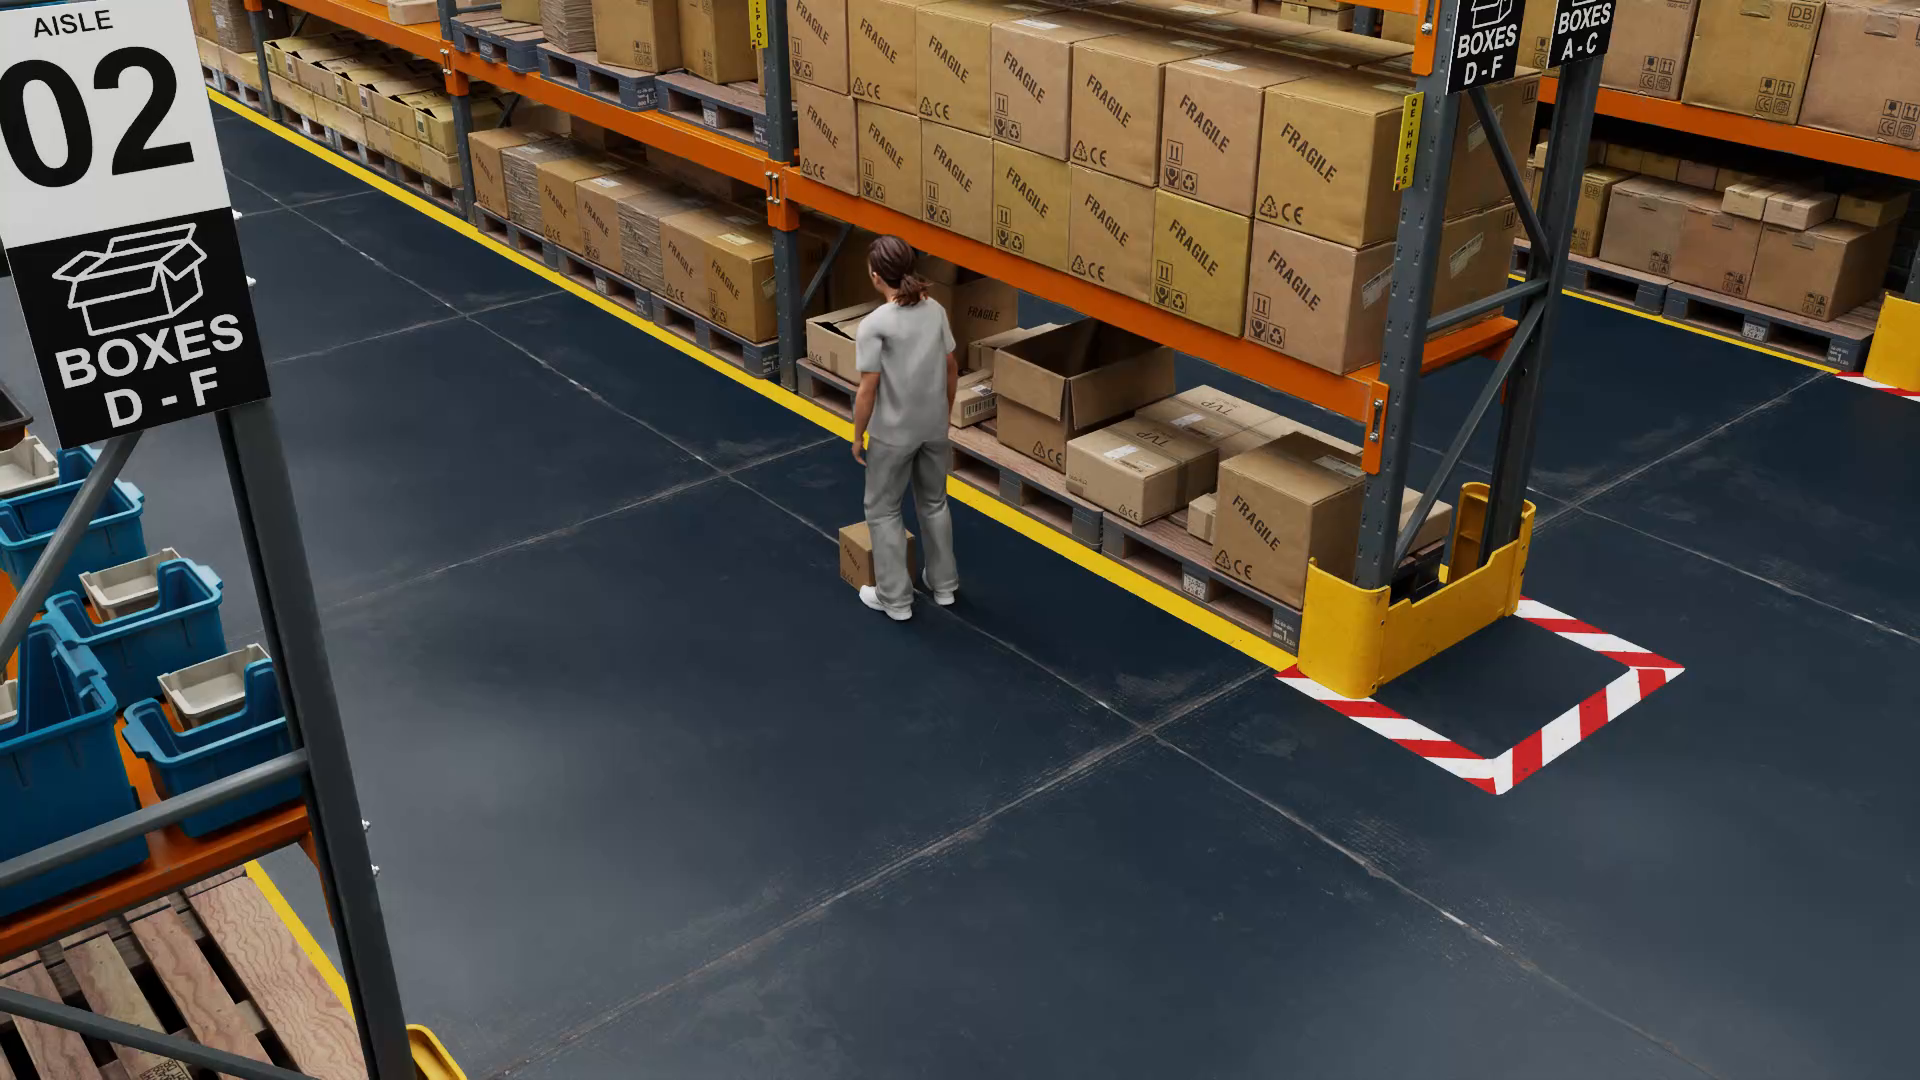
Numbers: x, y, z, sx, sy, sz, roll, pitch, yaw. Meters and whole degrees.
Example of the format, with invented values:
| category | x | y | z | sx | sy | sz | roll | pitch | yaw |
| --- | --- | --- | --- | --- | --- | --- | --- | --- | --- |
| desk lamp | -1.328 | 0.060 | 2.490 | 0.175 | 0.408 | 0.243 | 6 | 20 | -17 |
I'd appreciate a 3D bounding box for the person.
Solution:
| category | x | y | z | sx | sy | sz | roll | pitch | yaw |
| --- | --- | --- | --- | --- | --- | --- | --- | --- | --- |
| person | -0.228 | -0.456 | 6.971 | 0.491 | 1.673 | 0.353 | -17 | 33 | -29 |
